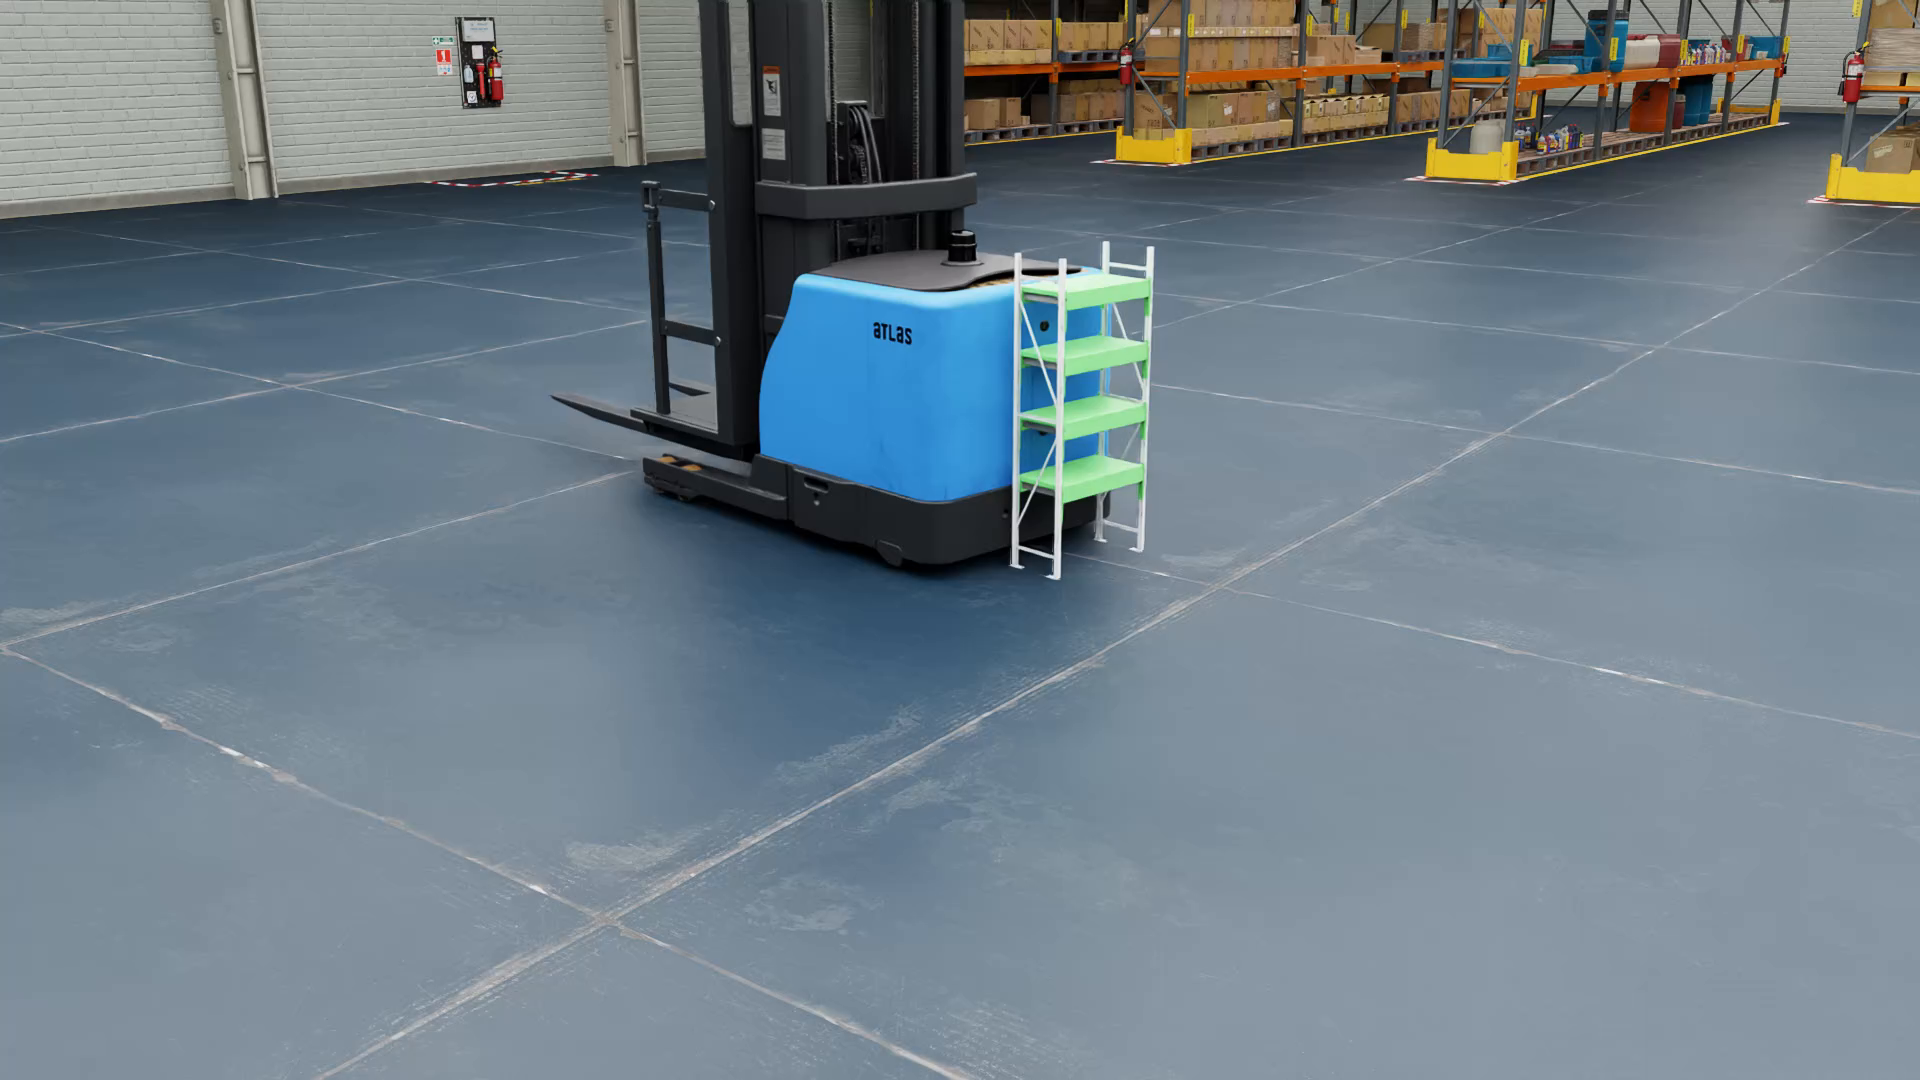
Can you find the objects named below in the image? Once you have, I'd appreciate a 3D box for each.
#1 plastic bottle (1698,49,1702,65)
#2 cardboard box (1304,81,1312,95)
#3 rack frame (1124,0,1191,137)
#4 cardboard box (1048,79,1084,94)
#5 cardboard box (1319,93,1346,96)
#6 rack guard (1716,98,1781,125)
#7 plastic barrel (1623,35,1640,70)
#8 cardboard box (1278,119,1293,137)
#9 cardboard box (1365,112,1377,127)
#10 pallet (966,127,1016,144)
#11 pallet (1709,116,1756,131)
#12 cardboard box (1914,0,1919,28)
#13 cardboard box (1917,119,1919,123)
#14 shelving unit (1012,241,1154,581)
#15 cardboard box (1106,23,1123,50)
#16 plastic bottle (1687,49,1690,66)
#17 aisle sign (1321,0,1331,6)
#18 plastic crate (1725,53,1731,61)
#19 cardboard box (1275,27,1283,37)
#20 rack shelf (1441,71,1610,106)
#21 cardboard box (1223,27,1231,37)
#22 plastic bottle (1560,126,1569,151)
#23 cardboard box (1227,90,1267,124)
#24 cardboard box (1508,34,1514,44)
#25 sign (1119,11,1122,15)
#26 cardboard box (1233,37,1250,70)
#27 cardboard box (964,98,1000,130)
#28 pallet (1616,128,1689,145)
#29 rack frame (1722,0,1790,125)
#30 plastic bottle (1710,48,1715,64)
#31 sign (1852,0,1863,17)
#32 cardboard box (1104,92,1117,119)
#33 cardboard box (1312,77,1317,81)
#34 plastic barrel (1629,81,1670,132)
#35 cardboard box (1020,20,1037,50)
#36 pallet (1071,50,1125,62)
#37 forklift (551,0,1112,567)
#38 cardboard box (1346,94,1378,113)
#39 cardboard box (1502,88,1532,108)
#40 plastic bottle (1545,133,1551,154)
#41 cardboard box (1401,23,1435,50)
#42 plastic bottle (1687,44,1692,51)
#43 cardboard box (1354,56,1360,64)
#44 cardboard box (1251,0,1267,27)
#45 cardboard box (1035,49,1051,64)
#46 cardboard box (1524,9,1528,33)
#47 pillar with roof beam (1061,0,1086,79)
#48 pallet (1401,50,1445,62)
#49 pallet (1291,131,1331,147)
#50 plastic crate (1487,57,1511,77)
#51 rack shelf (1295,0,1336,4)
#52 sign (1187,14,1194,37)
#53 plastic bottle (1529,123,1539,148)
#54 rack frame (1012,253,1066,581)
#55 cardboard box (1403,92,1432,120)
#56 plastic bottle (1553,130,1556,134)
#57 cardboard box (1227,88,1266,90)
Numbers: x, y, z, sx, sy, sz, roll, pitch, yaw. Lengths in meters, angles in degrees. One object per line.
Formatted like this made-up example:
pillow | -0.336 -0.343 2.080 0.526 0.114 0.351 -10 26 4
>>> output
plastic bottle | 13.039 -8.557 29.452 0.152 0.276 0.135 12 21 35
cardboard box | 7.871 -10.600 39.326 0.700 0.500 0.500 12 21 35
rack frame | 2.953 -7.211 24.907 1.000 3.000 0.127 12 21 35
cardboard box | 2.041 -8.697 31.899 0.500 0.250 0.500 12 21 34
cardboard box | 6.865 -8.072 30.663 0.500 0.311 0.500 12 21 33
rack guard | 16.466 -8.960 34.754 1.175 0.500 0.348 12 21 35
plastic barrel | 10.495 -7.716 26.305 0.433 0.535 0.433 0 17 0
cardboard box | 5.235 -6.902 27.841 0.500 0.250 0.500 12 21 35
cardboard box | 7.298 -7.712 30.449 0.500 0.250 0.500 12 21 34
pallet | 0.257 -7.249 29.730 1.003 0.211 1.213 12 21 35
pallet | 15.212 -8.335 33.229 1.003 0.211 1.213 12 21 35
cardboard box | 11.453 -6.210 19.327 0.500 0.500 0.500 12 21 35
cardboard box | 13.673 -5.571 23.100 0.700 0.500 0.500 11 20 31
shelving unit | 0.463 -0.498 6.323 0.503 1.200 0.258 -16 23 -42
cardboard box | 2.743 -9.835 32.445 0.700 0.500 0.500 12 21 35
plastic bottle | 12.605 -8.365 28.819 0.061 0.283 0.133 12 21 35
aisle sign | 8.790 -13.102 39.494 0.394 0.787 0.004 12 21 35
plastic crate | 14.471 -9.181 31.595 0.396 0.136 0.243 12 21 35
cardboard box | 5.043 -8.297 27.143 0.380 0.149 0.250 12 21 33
rack shelf | 8.120 -6.468 23.727 1.077 0.370 4.000 12 21 35
cardboard box | 3.974 -7.870 25.767 0.380 0.149 0.250 12 21 33
plastic bottle | 8.853 -5.906 24.429 0.144 0.351 0.185 12 21 34
cardboard box | 4.633 -7.024 26.967 0.500 0.500 0.500 12 21 35
cardboard box | 11.530 -10.553 35.500 0.500 0.500 0.500 12 21 34
sign | 3.291 -10.641 34.001 0.100 0.325 0.005 12 21 35
cardboard box | 4.162 -7.737 26.432 0.700 0.500 0.500 13 22 36
cardboard box | 0.274 -7.553 29.480 0.700 0.500 0.500 11 20 31
pallet | 12.132 -7.104 29.264 1.003 0.211 1.213 12 21 35
rack frame | 16.462 -10.146 34.357 1.000 3.000 0.127 12 21 35
plastic bottle | 13.585 -8.776 30.155 0.152 0.276 0.135 12 21 35
sign | 10.473 -6.267 19.380 0.100 0.325 0.005 12 21 35
cardboard box | 2.678 -8.601 32.857 0.700 0.500 0.500 12 21 34
cardboard box | 8.239 -10.966 39.411 0.380 0.149 0.250 12 21 34
plastic barrel | 11.973 -7.524 28.866 0.600 0.830 0.708 12 21 35
cardboard box | 1.030 -9.047 29.775 0.500 0.500 0.500 12 21 34
pallet | 2.592 -9.421 32.346 1.003 0.211 1.213 12 21 35
forklift | -0.764 -1.657 7.138 1.130 2.935 3.031 -16 23 -41
cardboard box | 7.301 -7.979 30.361 0.500 0.311 0.500 12 21 34
cardboard box | 12.360 -9.865 36.927 0.500 0.500 0.500 12 21 35
plastic bottle | 8.409 -5.675 23.800 0.061 0.283 0.133 13 21 36
cardboard box | 8.703 -9.719 32.106 0.500 0.500 0.700 -15 23 -40
plastic bottle | 12.935 -8.625 29.544 0.144 0.351 0.185 12 21 35
cardboard box | 7.005 -8.683 30.070 0.380 0.149 0.250 14 22 39
cardboard box | 4.478 -8.485 26.652 0.700 0.500 0.500 12 21 35
cardboard box | 1.317 -8.810 30.275 0.500 0.250 0.500 12 21 35
cardboard box | 11.836 -11.148 35.730 0.500 0.500 0.500 13 22 36
pillar with roof beam | 5.727 -11.939 30.015 9.100 9.000 0.400 12 21 35
pallet | 8.875 -9.489 32.566 1.003 0.211 1.213 12 21 35
pallet | 5.744 -7.015 28.976 1.003 0.211 1.213 12 21 35
plastic crate | 7.378 -6.590 23.157 0.499 0.251 0.408 12 21 35
rack shelf | 7.314 -12.509 38.123 1.077 0.370 4.000 12 21 35
sign | 3.395 -7.563 24.447 0.100 0.325 0.005 12 21 35
plastic bottle | 8.614 -6.088 25.016 0.144 0.351 0.185 12 21 35
rack frame | 0.289 -0.447 6.161 0.015 1.200 0.240 -16 23 -42
cardboard box | 8.831 -8.435 32.322 0.500 0.500 0.500 12 21 34
plastic bottle | 8.755 -5.886 24.477 0.061 0.283 0.133 12 21 35
cardboard box | 4.809 -7.354 28.032 0.500 0.500 0.500 12 21 35
